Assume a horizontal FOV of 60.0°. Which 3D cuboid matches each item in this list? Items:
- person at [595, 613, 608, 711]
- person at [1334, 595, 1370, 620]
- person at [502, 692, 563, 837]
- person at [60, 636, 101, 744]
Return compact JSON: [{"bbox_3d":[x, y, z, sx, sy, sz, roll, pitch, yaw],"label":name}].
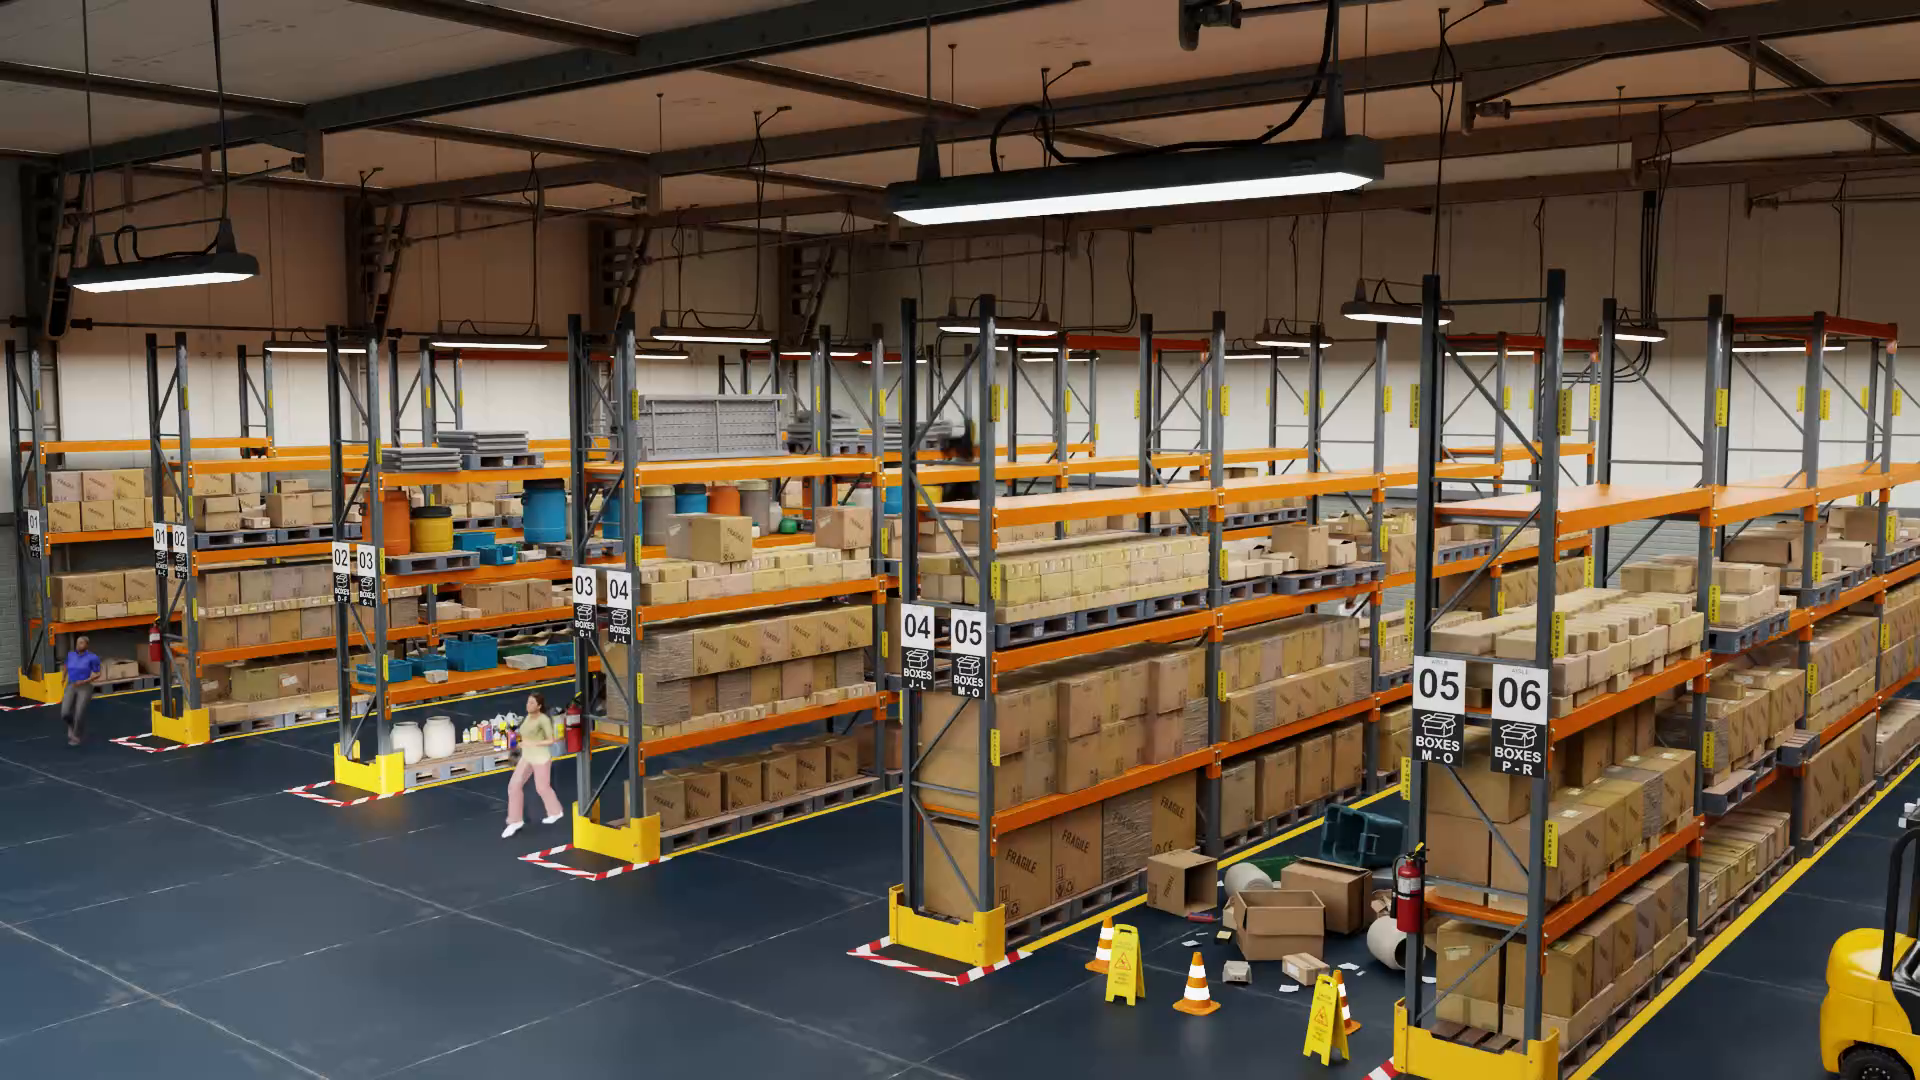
[{"bbox_3d":[-5.791,1.848,27.098,0.685,1.844,0.793,4,6,35],"label":"person"},{"bbox_3d":[6.841,1.705,28.966,0.727,1.739,0.788,3,6,28],"label":"person"},{"bbox_3d":[-4.905,2.603,19.425,0.582,1.709,0.790,3,6,33],"label":"person"},{"bbox_3d":[-12.828,2.189,24.265,0.577,1.601,0.512,-1,5,-6],"label":"person"}]
